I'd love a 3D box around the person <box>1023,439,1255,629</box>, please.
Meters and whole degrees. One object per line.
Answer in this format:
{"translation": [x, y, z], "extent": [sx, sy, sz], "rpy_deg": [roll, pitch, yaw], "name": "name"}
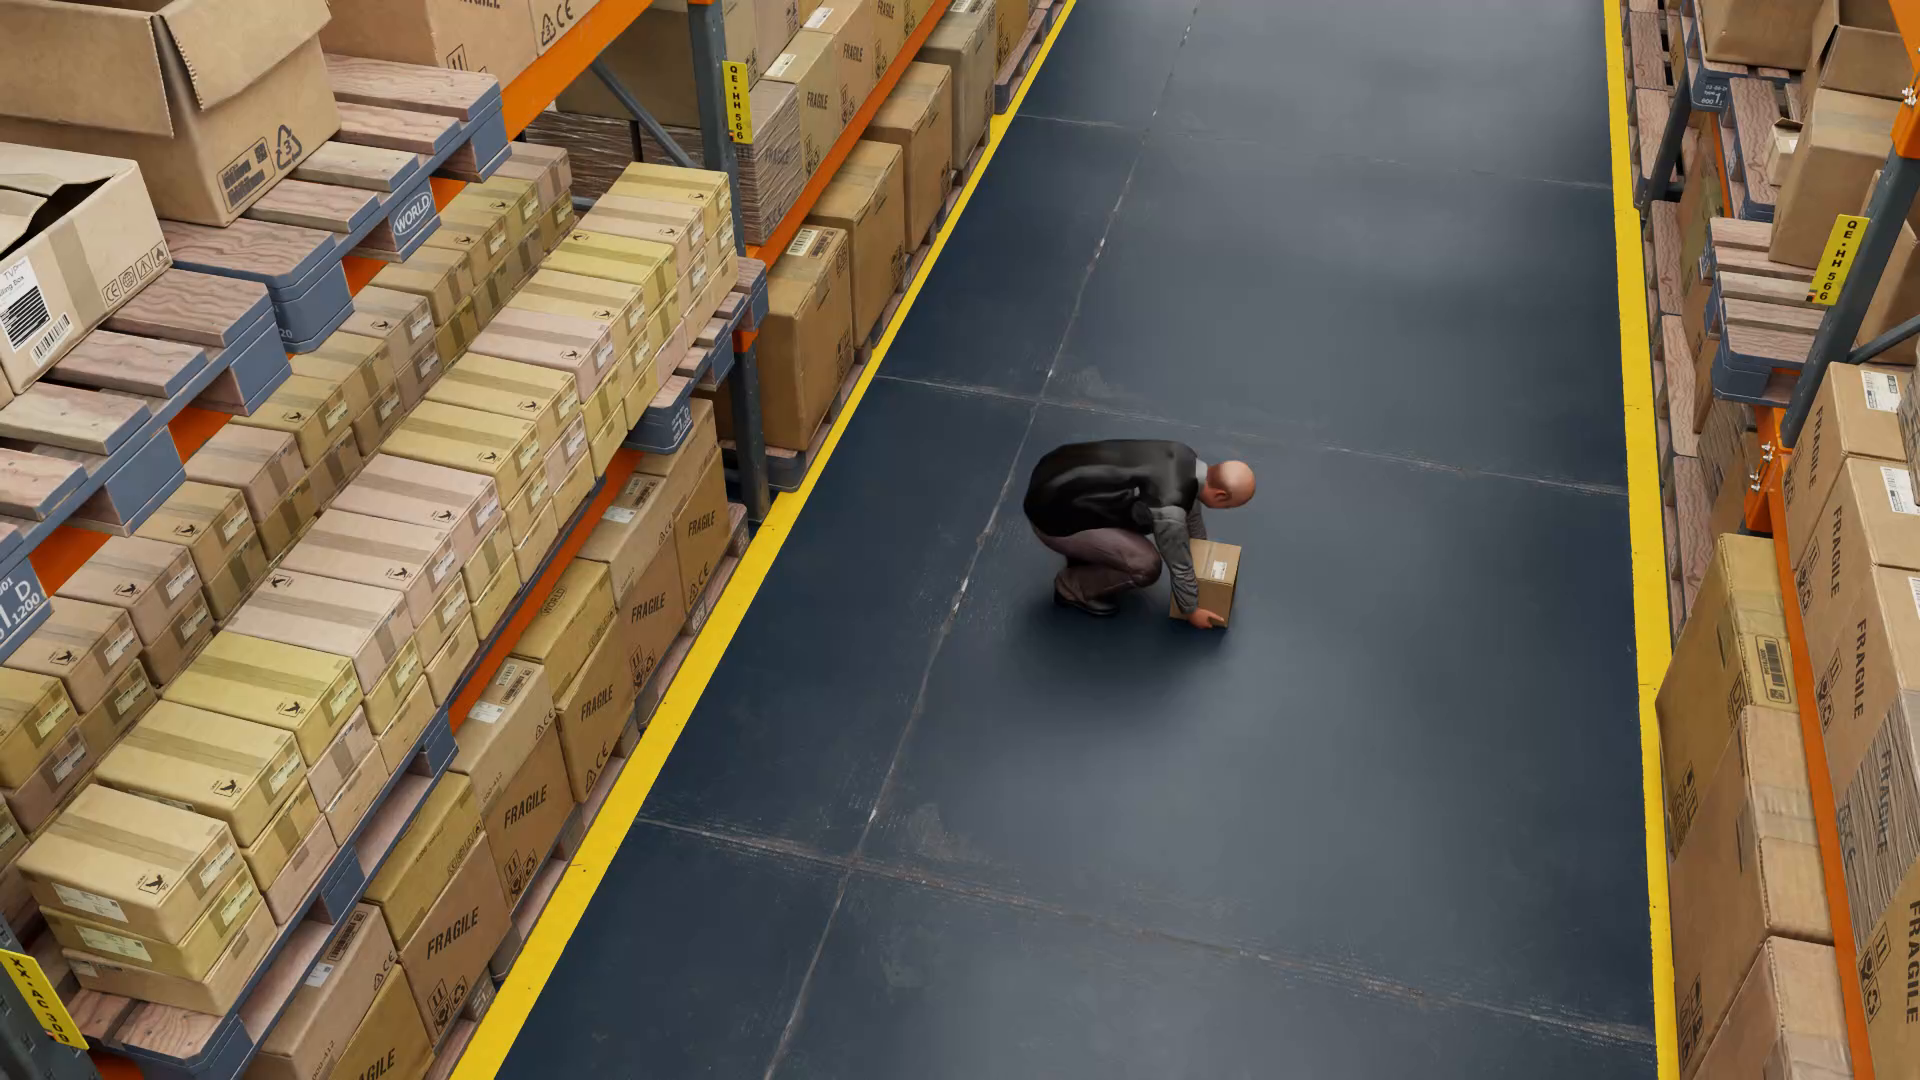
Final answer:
{"translation": [0.741, -0.059, 7.007], "extent": [0.933, 0.796, 0.509], "rpy_deg": [9, 42, 10], "name": "person"}
